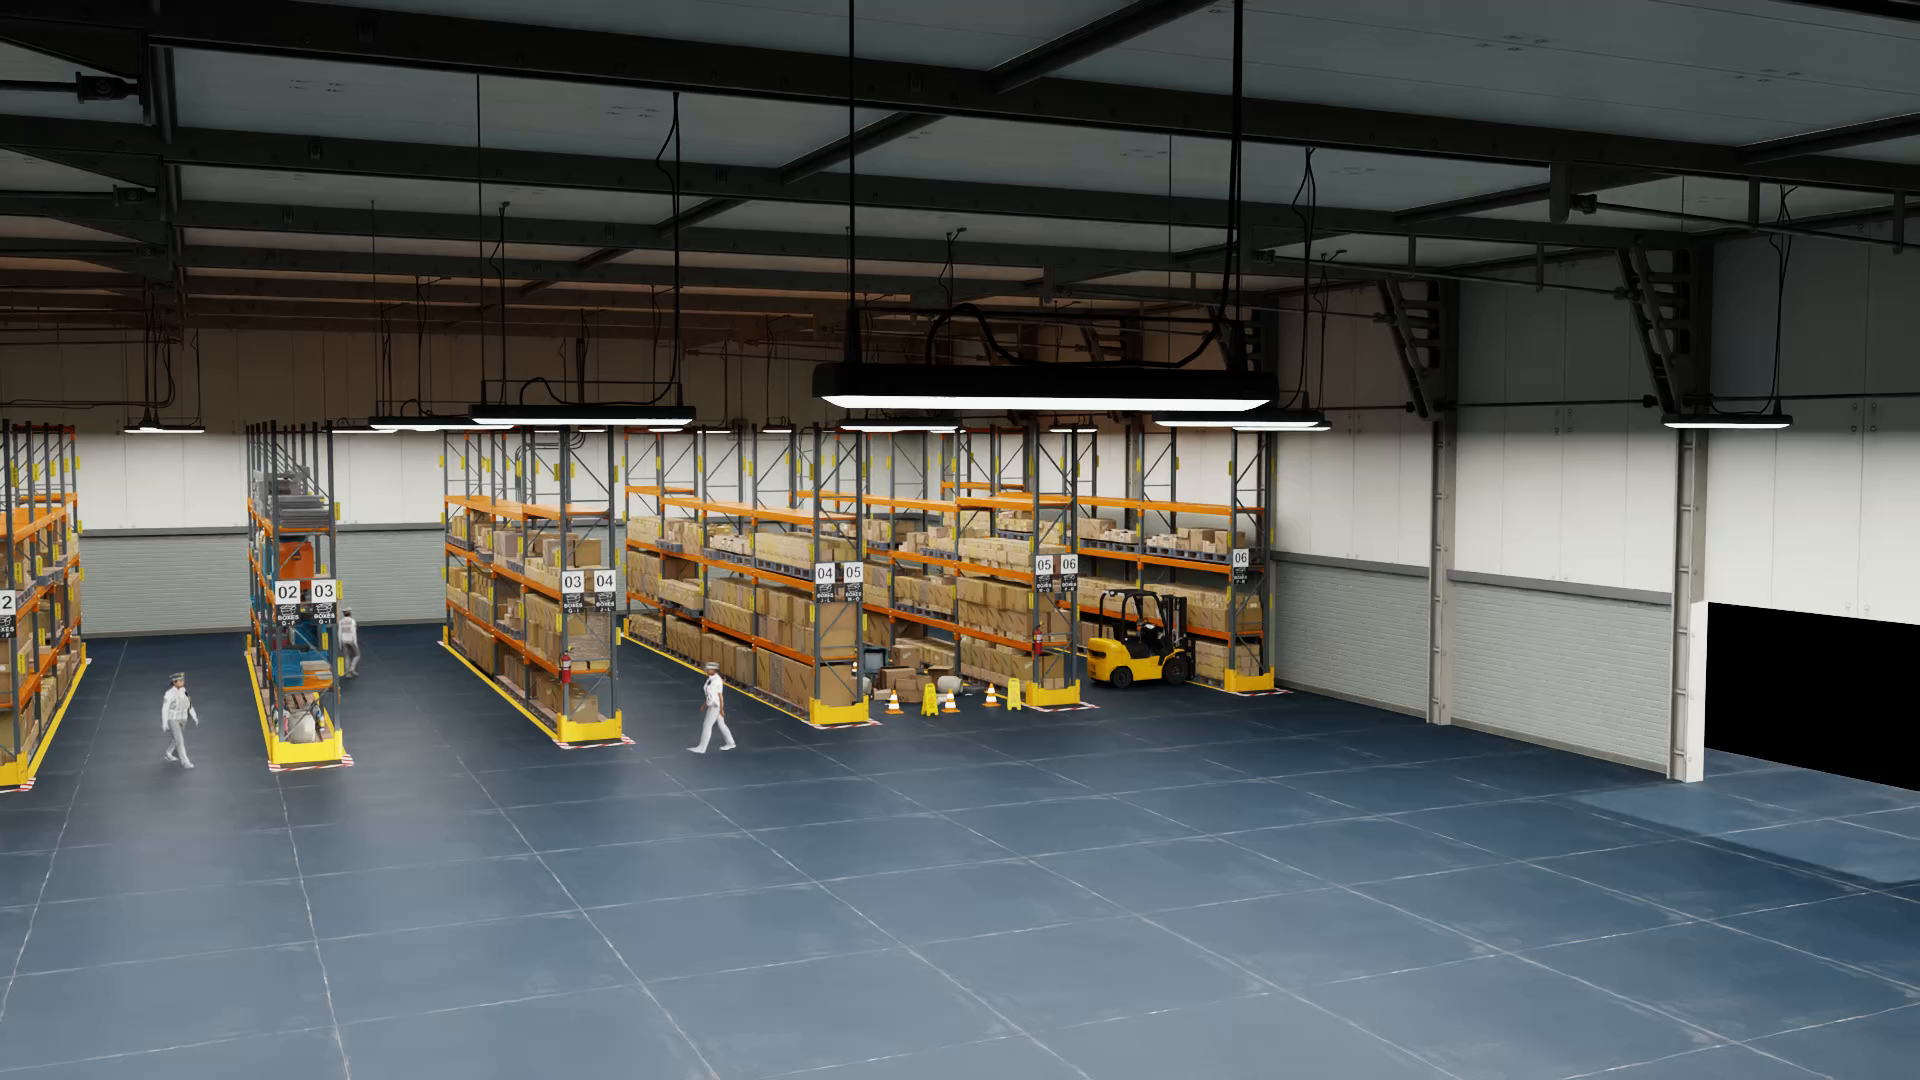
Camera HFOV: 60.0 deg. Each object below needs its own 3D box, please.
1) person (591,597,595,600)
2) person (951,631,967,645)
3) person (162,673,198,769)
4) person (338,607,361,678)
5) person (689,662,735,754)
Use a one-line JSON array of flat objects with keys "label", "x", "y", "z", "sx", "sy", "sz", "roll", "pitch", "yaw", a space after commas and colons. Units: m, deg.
[{"label": "person", "x": -10.789, "y": 1.754, "z": 49.964, "sx": 0.528, "sy": 1.673, "sz": 1.064, "roll": 0, "pitch": 4, "yaw": 3}, {"label": "person", "x": 0.031, "y": 2.068, "z": 44.262, "sx": 0.403, "sy": 1.802, "sz": 0.575, "roll": 3, "pitch": 5, "yaw": 40}, {"label": "person", "x": -13.516, "y": 3.089, "z": 28.742, "sx": 1.081, "sy": 1.612, "sz": 0.558, "roll": 2, "pitch": 4, "yaw": 32}, {"label": "person", "x": -14.461, "y": 2.425, "z": 39.307, "sx": 0.523, "sy": 1.673, "sz": 0.476, "roll": 0, "pitch": 4, "yaw": 6}, {"label": "person", "x": -4.490, "y": 3.019, "z": 30.094, "sx": 0.866, "sy": 1.629, "sz": 0.475, "roll": -1, "pitch": 4, "yaw": -16}]
